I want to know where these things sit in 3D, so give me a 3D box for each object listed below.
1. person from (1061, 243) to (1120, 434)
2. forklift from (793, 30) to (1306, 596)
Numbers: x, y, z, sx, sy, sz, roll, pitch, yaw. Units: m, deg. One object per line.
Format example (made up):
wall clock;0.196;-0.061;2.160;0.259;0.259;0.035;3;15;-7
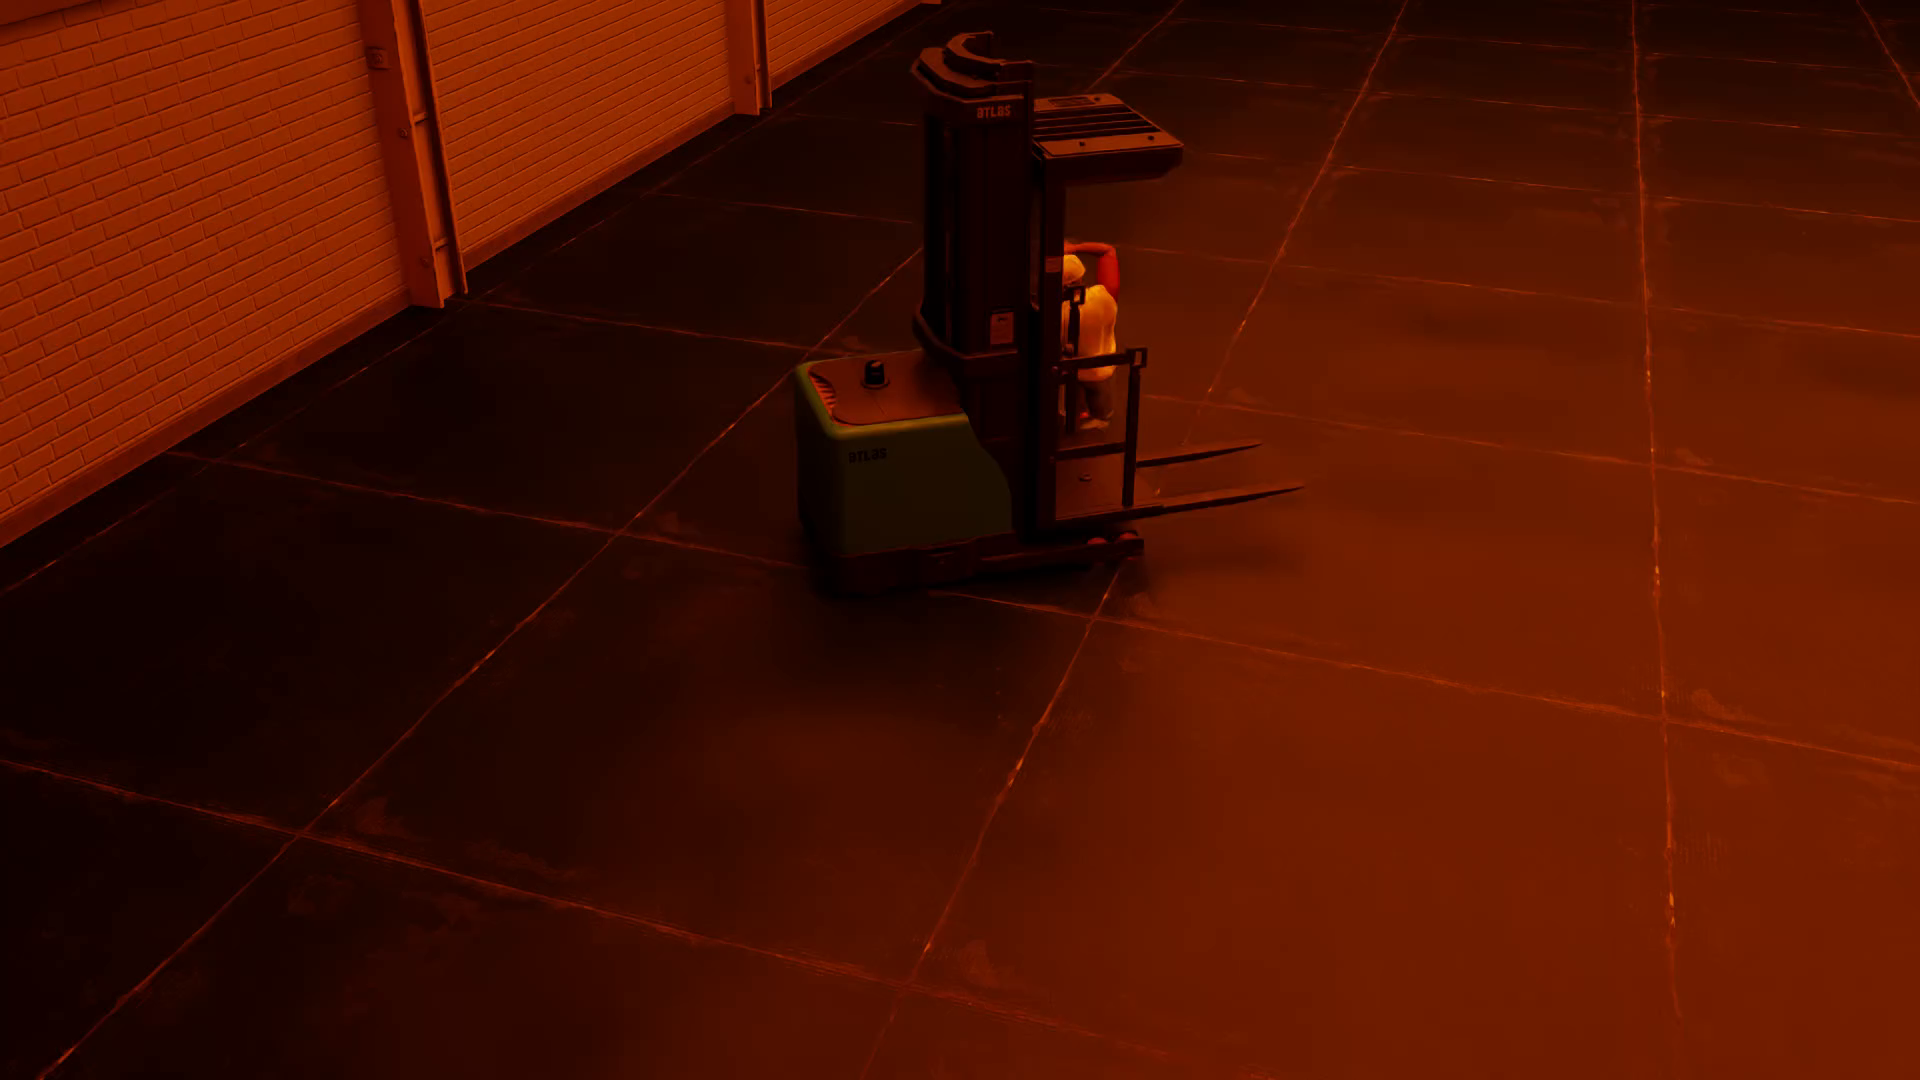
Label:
person;0.507;-1.256;10.829;1.059;1.472;0.915;7;30;12
forklift;0.585;-1.361;9.523;3.031;2.935;1.130;-8;31;-14
